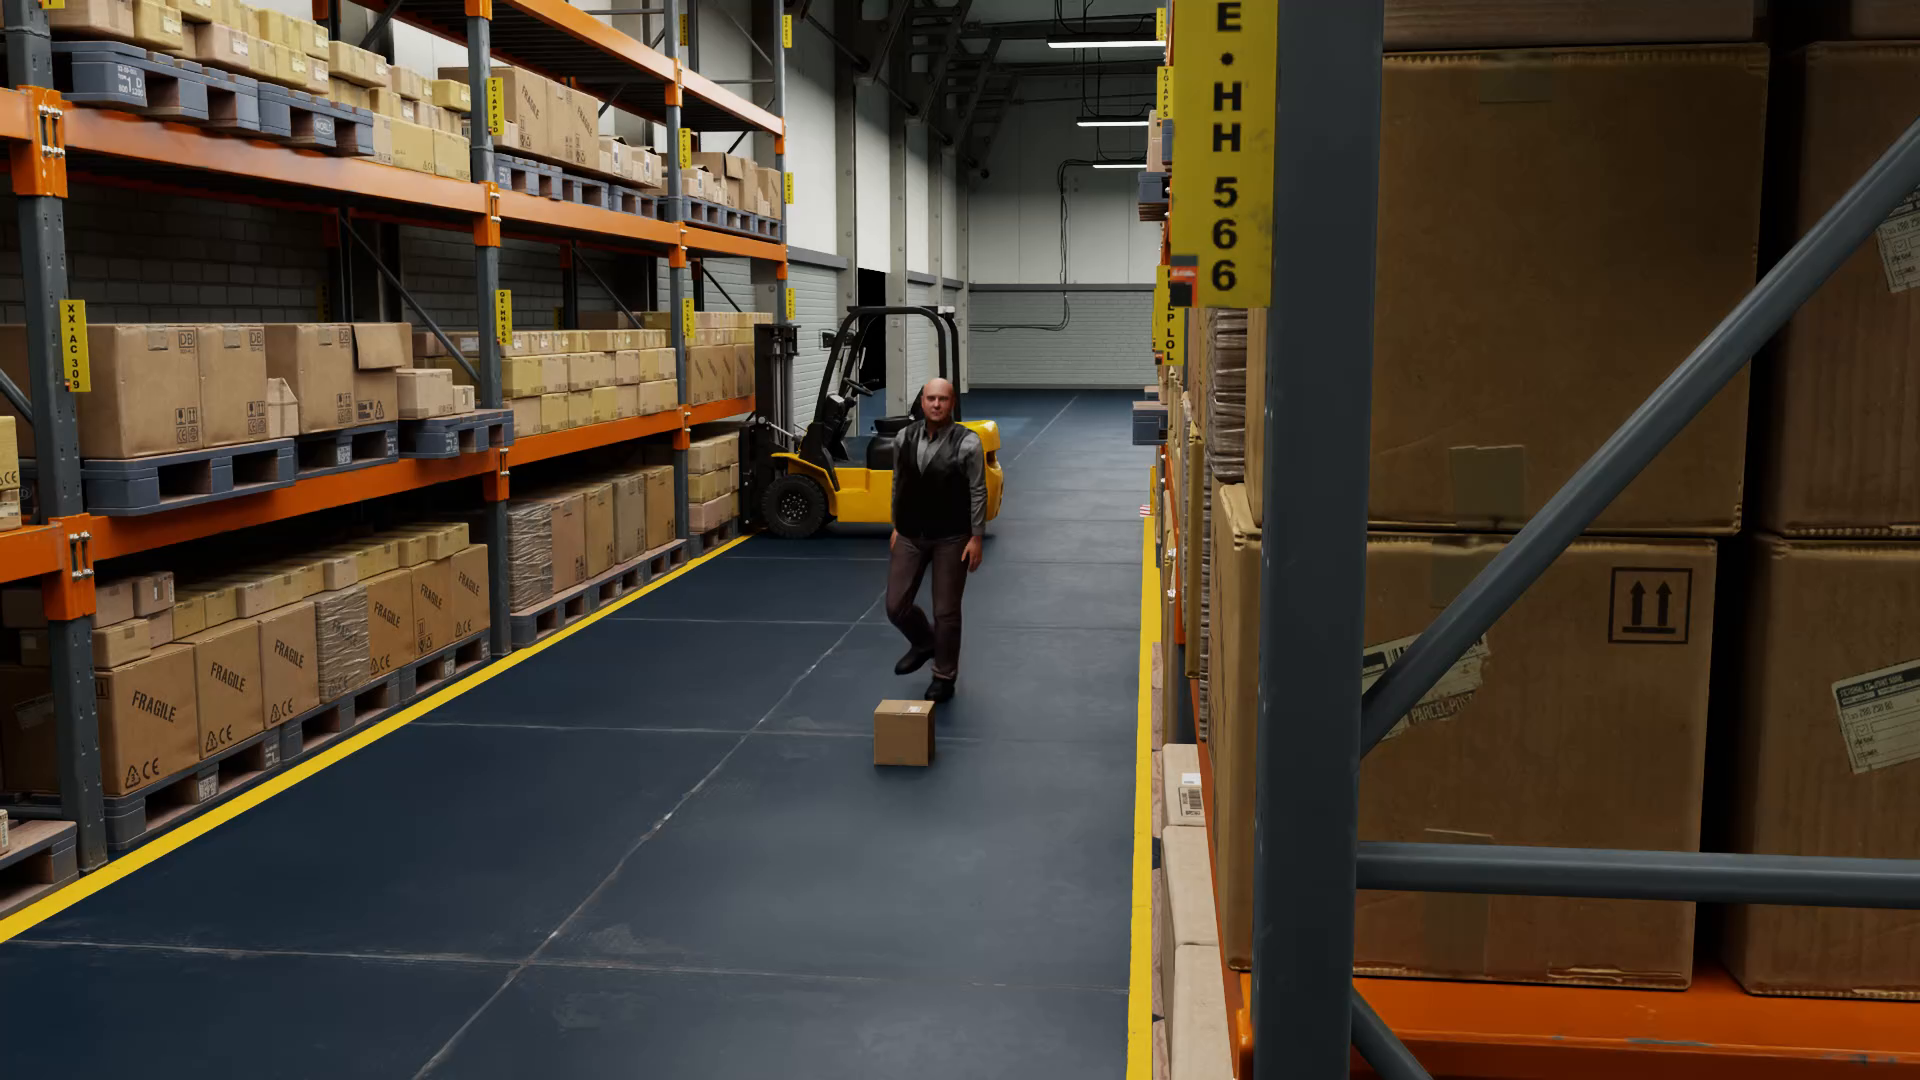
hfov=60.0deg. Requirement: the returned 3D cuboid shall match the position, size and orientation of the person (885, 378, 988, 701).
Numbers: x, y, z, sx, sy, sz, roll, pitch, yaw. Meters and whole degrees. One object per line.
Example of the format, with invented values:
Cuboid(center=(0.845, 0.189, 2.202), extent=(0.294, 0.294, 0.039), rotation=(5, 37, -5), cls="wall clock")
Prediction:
Cuboid(center=(-0.112, -0.008, 8.902), extent=(0.581, 1.721, 0.504), rotation=(3, 8, 21), cls="person")
